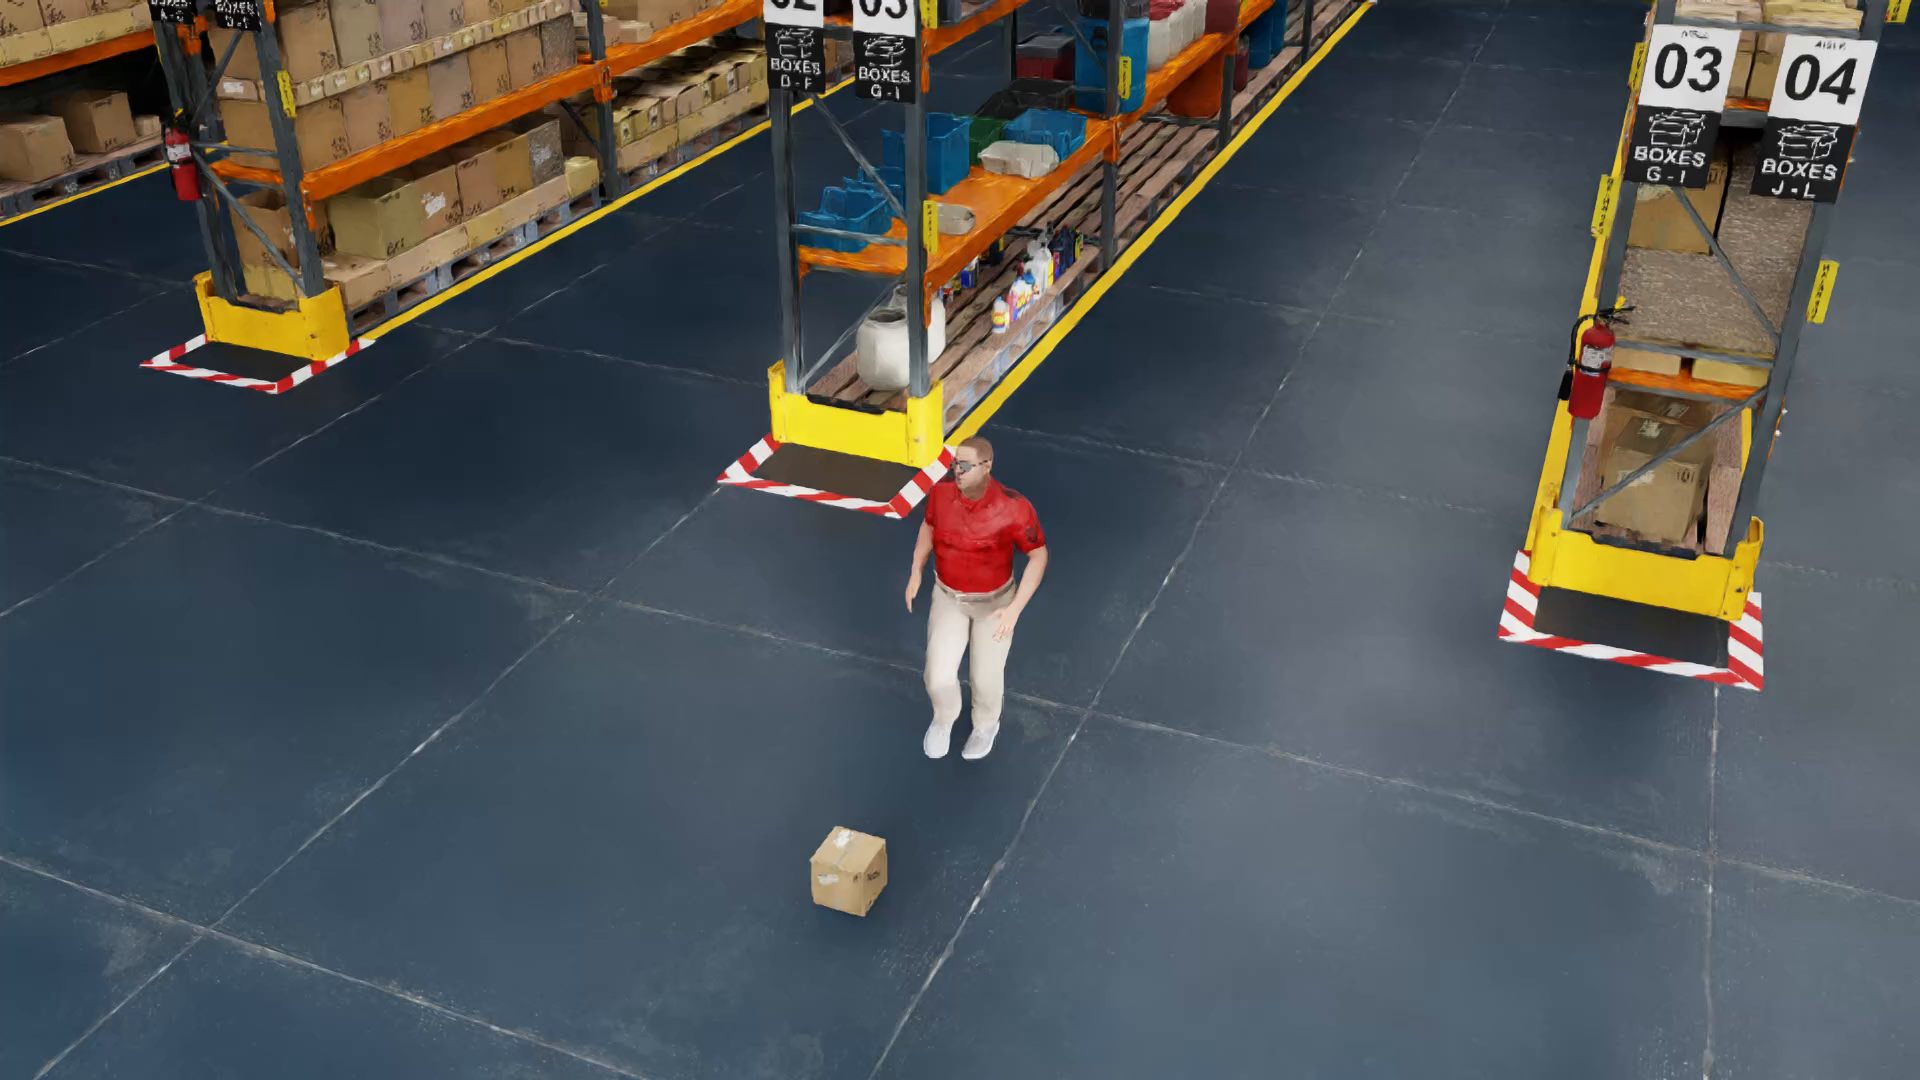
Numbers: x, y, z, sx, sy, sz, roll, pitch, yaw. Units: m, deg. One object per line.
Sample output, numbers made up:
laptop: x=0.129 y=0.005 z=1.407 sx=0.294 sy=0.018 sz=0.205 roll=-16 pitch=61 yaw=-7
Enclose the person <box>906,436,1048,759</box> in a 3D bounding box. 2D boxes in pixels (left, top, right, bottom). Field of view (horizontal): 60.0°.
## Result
person: x=0.064 y=0.320 z=7.909 sx=0.692 sy=1.725 sz=0.535 roll=6 pitch=30 yaw=11
